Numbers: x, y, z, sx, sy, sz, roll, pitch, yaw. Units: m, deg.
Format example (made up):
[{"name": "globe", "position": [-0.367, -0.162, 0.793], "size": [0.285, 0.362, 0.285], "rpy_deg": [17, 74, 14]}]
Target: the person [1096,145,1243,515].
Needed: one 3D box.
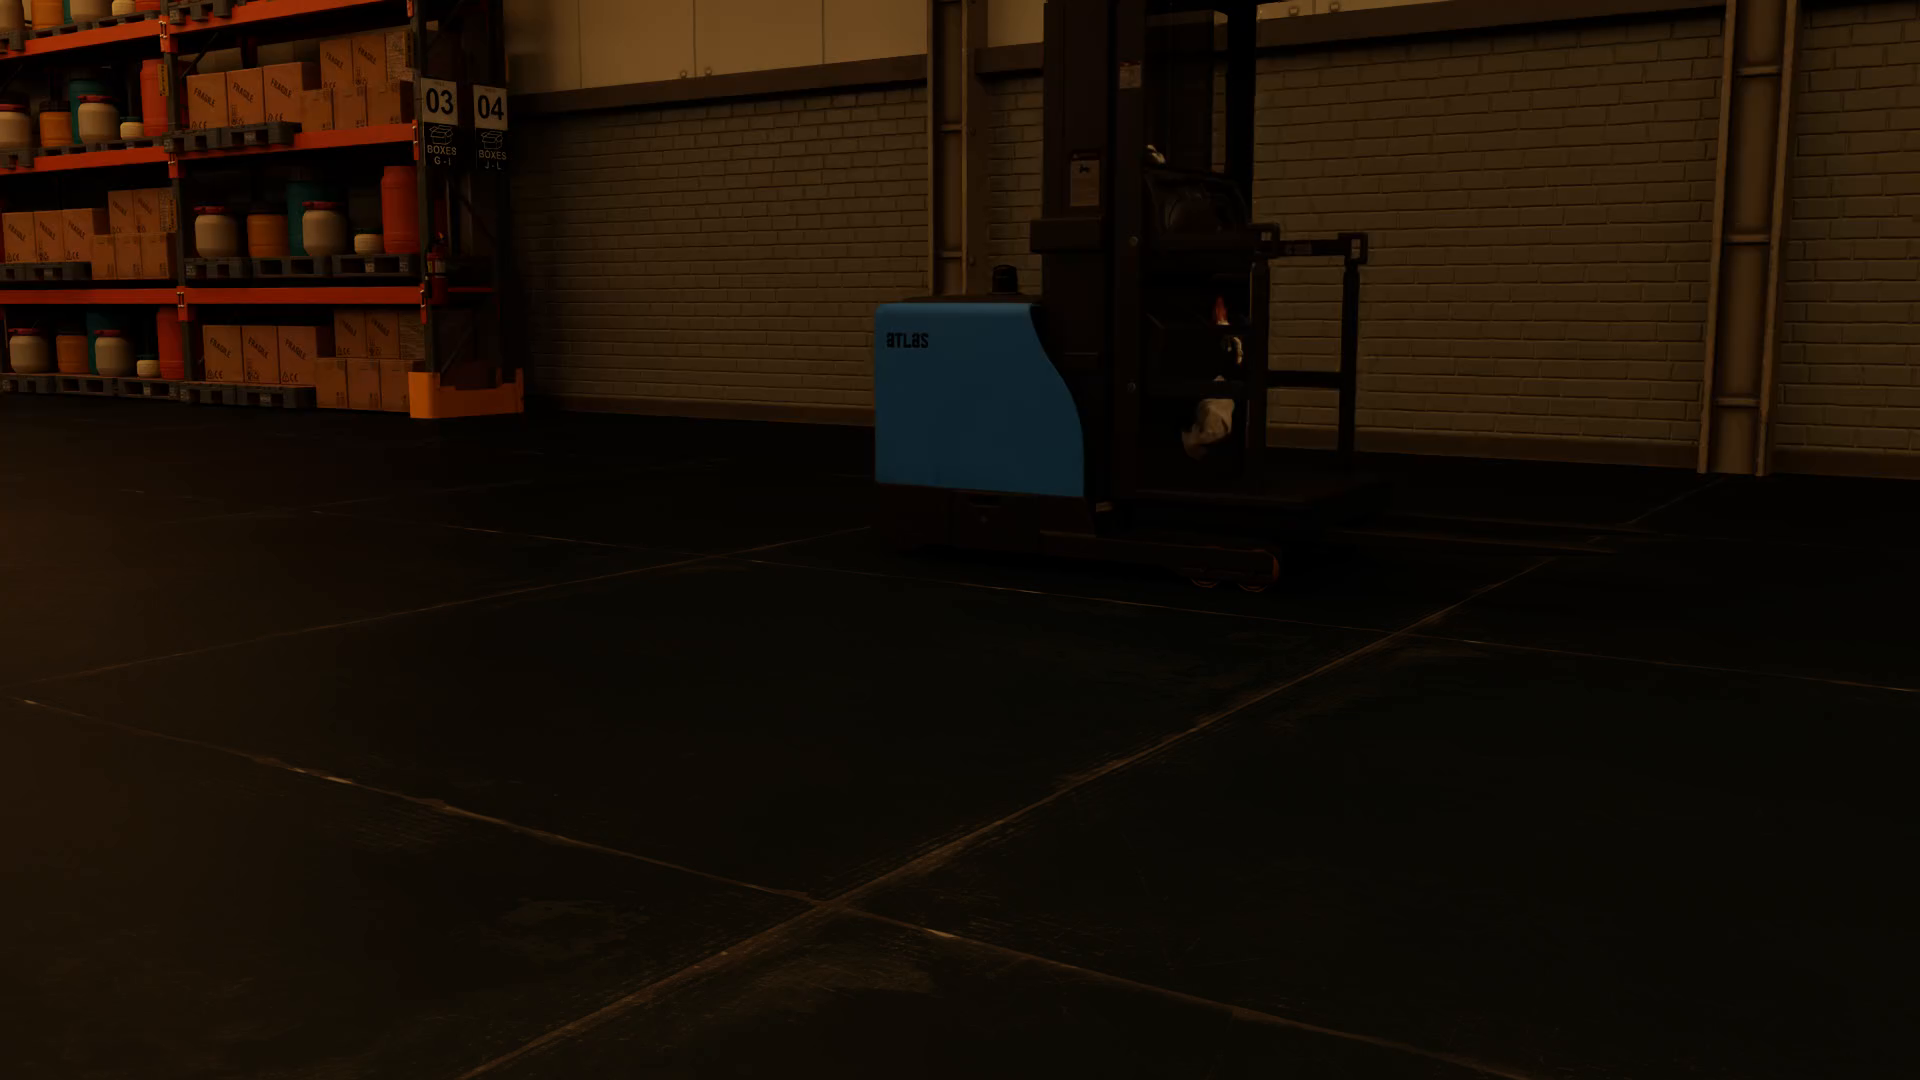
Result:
[{"name": "person", "position": [0.816, -0.848, 6.886], "size": [0.778, 1.568, 0.674], "rpy_deg": [-2, 8, -14]}]

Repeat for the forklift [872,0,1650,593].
[{"name": "forklift", "position": [1.141, -1.338, 6.604], "size": [3.031, 2.935, 1.130], "rpy_deg": [5, 10, 32]}]
